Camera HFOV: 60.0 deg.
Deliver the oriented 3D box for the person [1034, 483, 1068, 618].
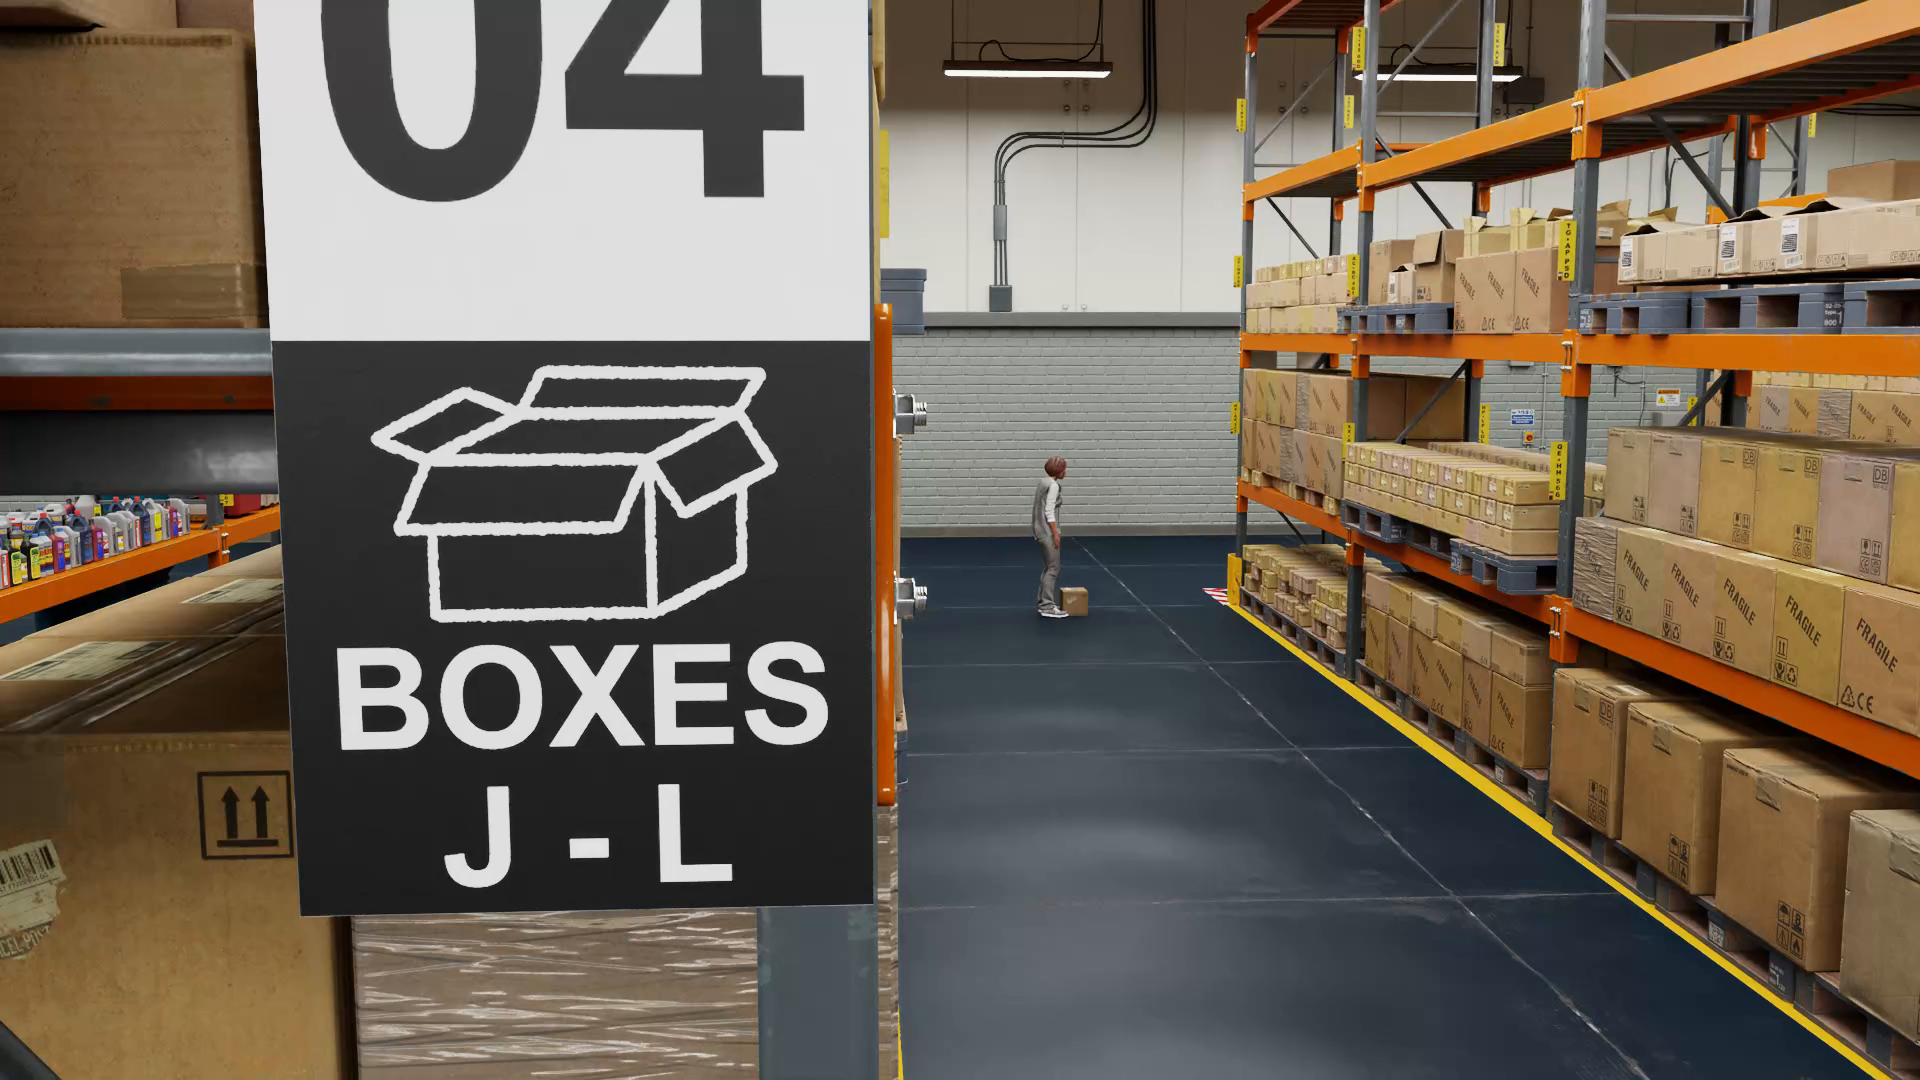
[{"bbox_3d":[0.905,0.079,16.648,0.328,1.352,0.480,-1,7,-7],"label":"person"}]
